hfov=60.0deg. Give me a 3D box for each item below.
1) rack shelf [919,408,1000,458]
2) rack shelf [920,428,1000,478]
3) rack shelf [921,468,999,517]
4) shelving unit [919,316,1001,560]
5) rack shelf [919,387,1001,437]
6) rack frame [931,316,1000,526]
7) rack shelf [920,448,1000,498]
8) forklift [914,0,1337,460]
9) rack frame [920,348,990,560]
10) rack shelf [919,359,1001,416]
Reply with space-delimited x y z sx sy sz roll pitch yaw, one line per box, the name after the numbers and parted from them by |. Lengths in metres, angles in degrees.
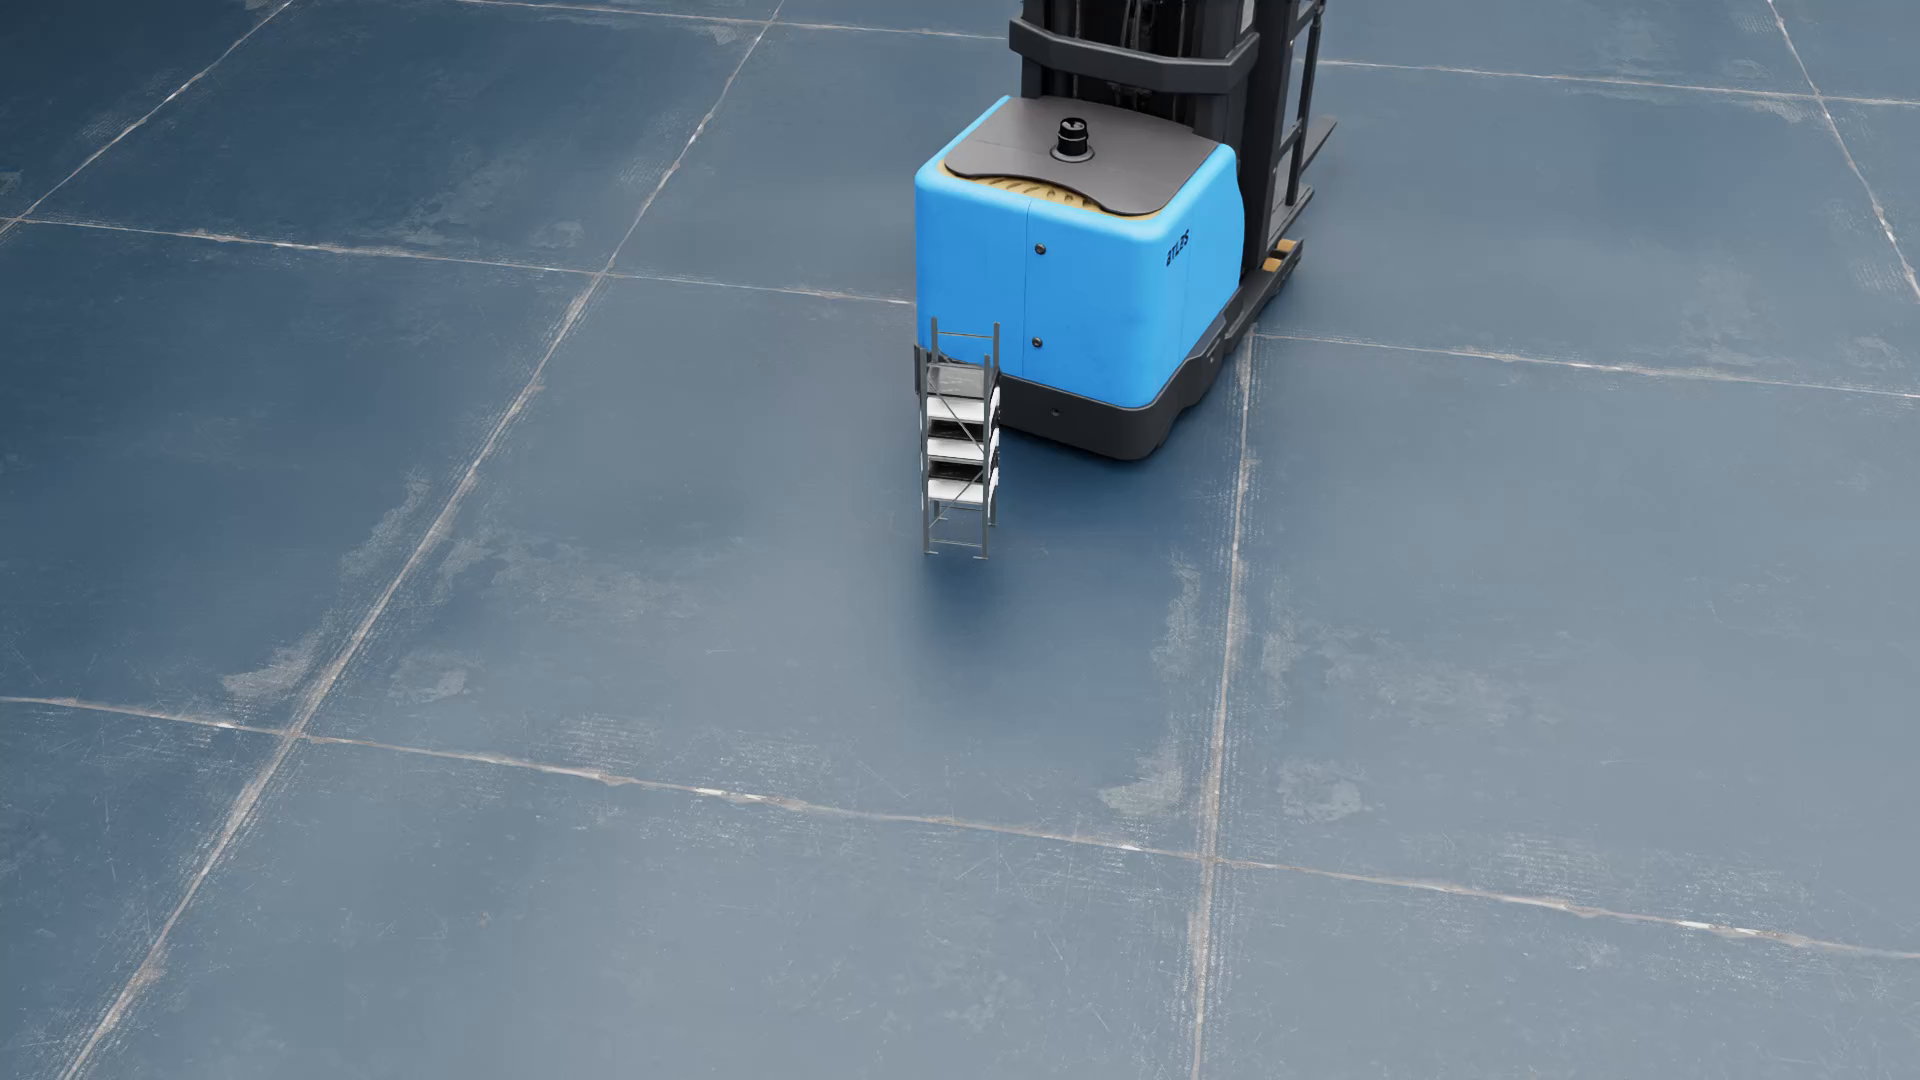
0.001 -0.396 5.933 0.258 0.077 0.200 6 40 8 | rack shelf
0.001 -0.326 5.991 0.258 0.077 0.200 6 40 8 | rack shelf
0.001 -0.187 6.105 0.258 0.077 0.200 6 40 8 | rack shelf
0.001 -0.352 5.969 0.258 0.900 0.210 6 40 8 | shelving unit
0.001 -0.465 5.876 0.258 0.077 0.200 6 40 8 | rack shelf
0.019 -0.416 6.047 0.240 0.900 0.006 6 40 8 | rack frame
0.001 -0.257 6.048 0.258 0.077 0.200 6 40 8 | rack shelf
0.939 -2.372 6.819 1.130 2.935 3.031 18 43 21 | forklift
-0.016 -0.288 5.892 0.240 0.900 0.006 6 40 8 | rack frame
0.001 -0.534 5.819 0.258 0.077 0.200 6 40 8 | rack shelf
